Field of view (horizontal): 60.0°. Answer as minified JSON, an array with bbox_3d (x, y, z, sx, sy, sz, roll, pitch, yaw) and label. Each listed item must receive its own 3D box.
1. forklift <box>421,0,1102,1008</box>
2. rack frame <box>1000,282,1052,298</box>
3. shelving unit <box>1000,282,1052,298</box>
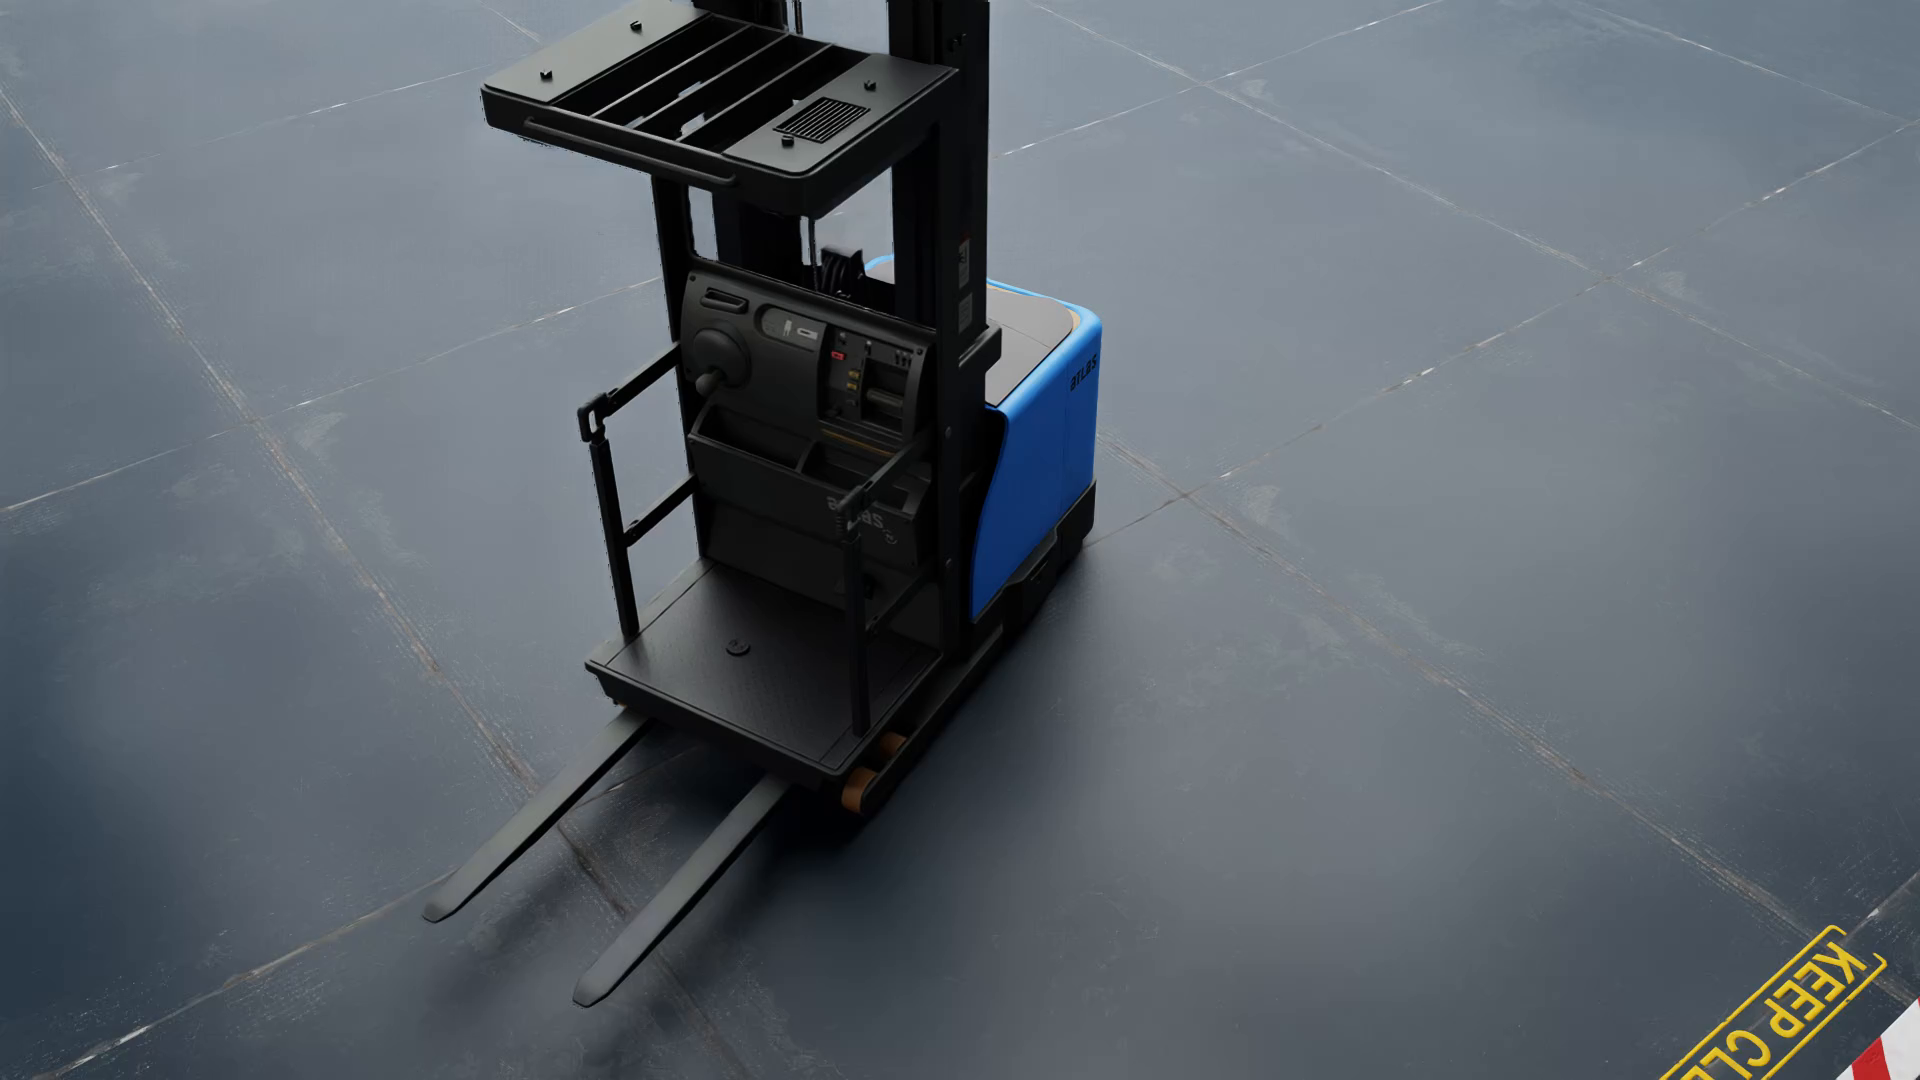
[{"bbox_3d":[-0.624,-0.516,5.258,1.130,2.935,3.031,20,44,23],"label":"forklift"},{"bbox_3d":[0.268,-0.669,7.046,0.240,0.900,0.006,20,44,23],"label":"rack frame"},{"bbox_3d":[0.217,-0.613,6.978,0.258,0.900,0.210,20,44,23],"label":"shelving unit"}]
